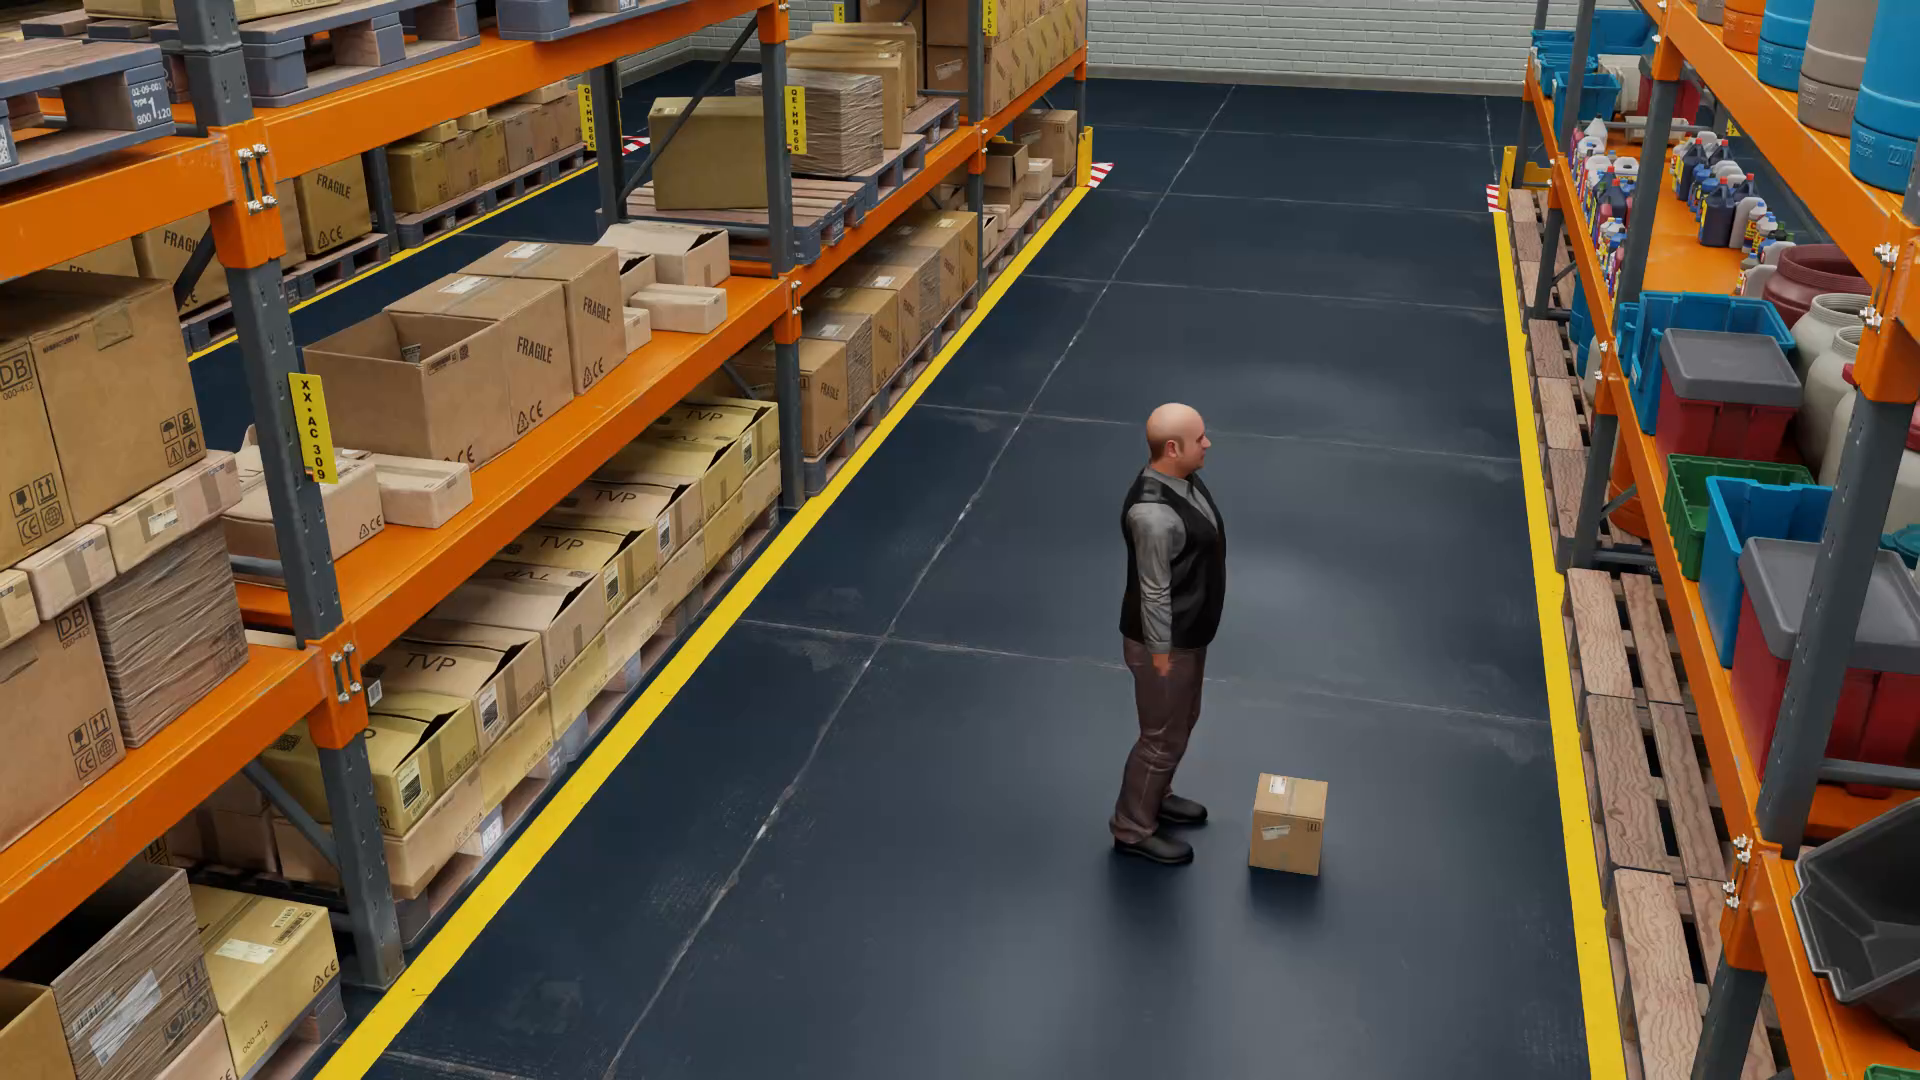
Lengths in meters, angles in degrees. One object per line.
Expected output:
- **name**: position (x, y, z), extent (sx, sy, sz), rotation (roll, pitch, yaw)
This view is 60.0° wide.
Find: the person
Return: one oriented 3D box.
- **person**: position (0.754, 0.325, 5.952), extent (0.358, 1.716, 0.531), rotation (7, 26, 14)
